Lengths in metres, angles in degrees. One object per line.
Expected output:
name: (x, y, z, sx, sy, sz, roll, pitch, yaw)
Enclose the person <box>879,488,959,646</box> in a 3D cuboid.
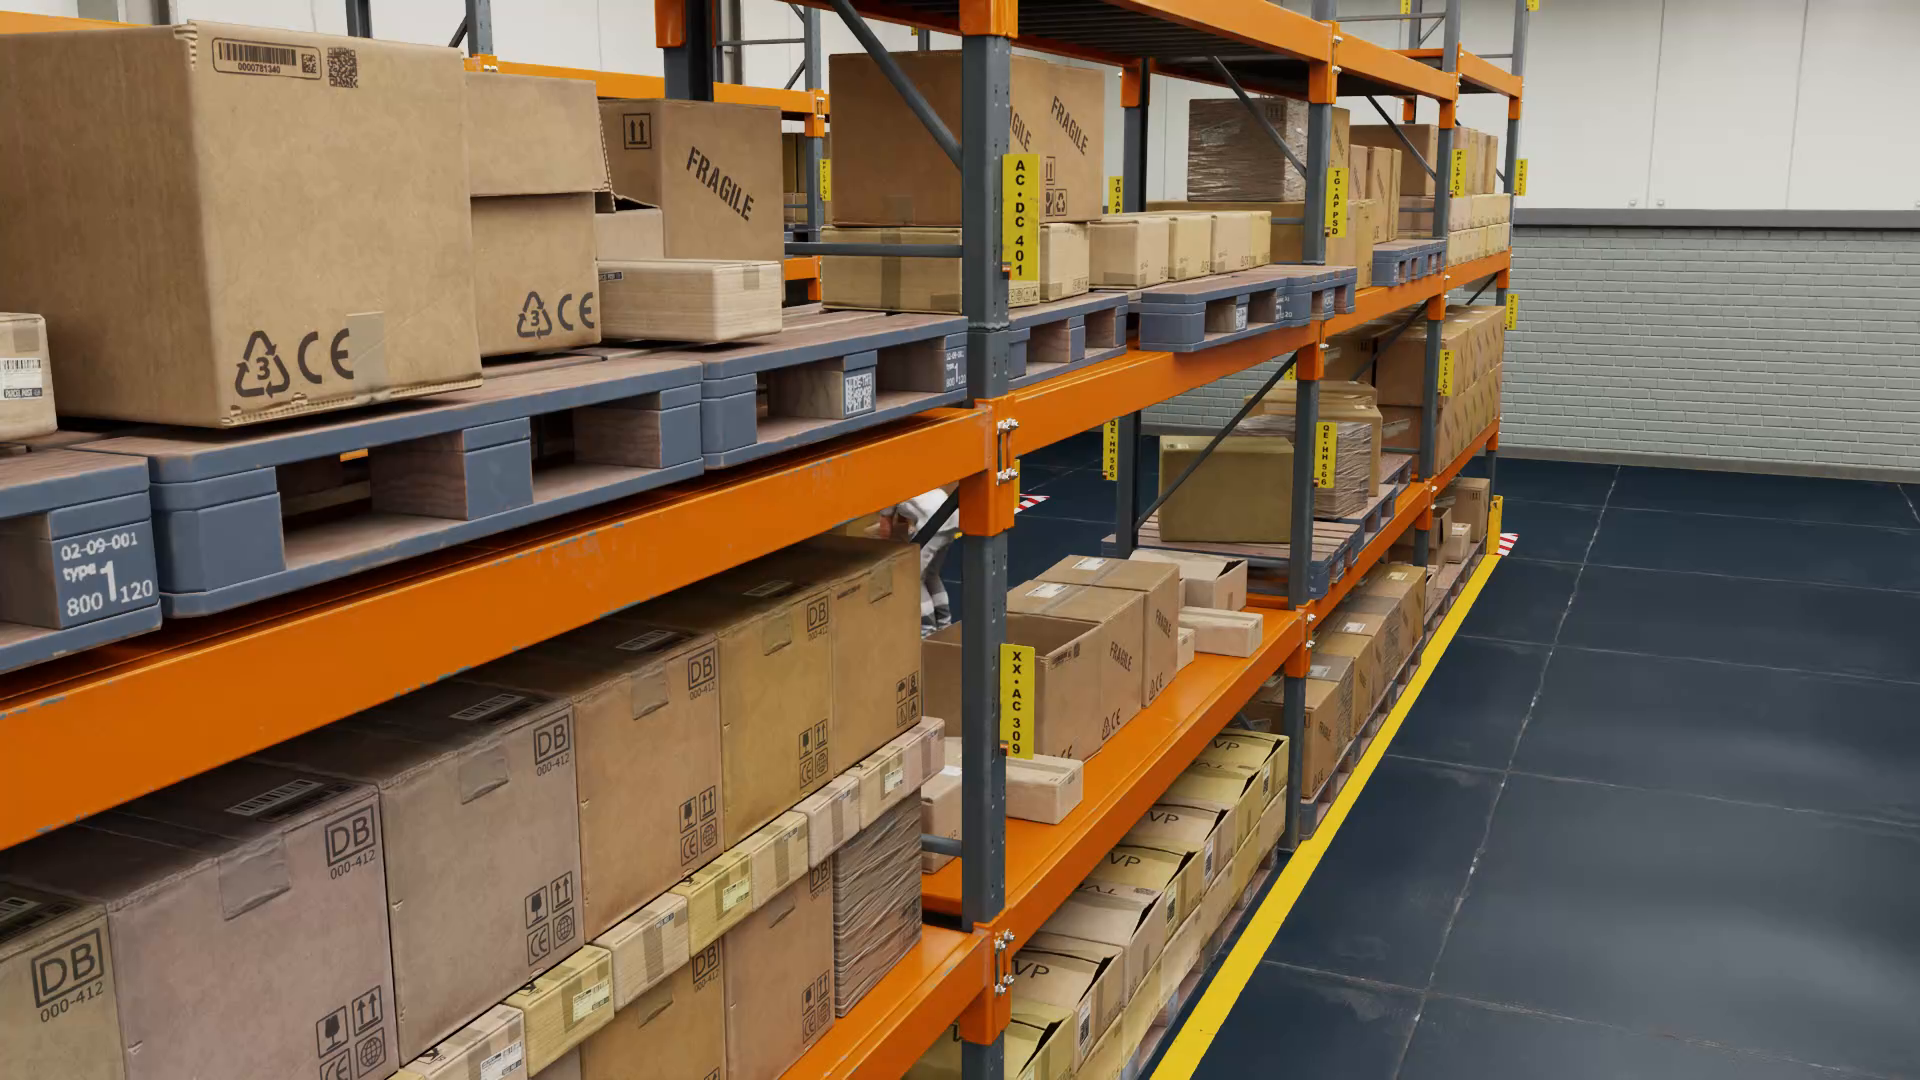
person: (-0.407, 0.012, 12.468, 0.823, 1.528, 0.489, 5, 13, 22)
